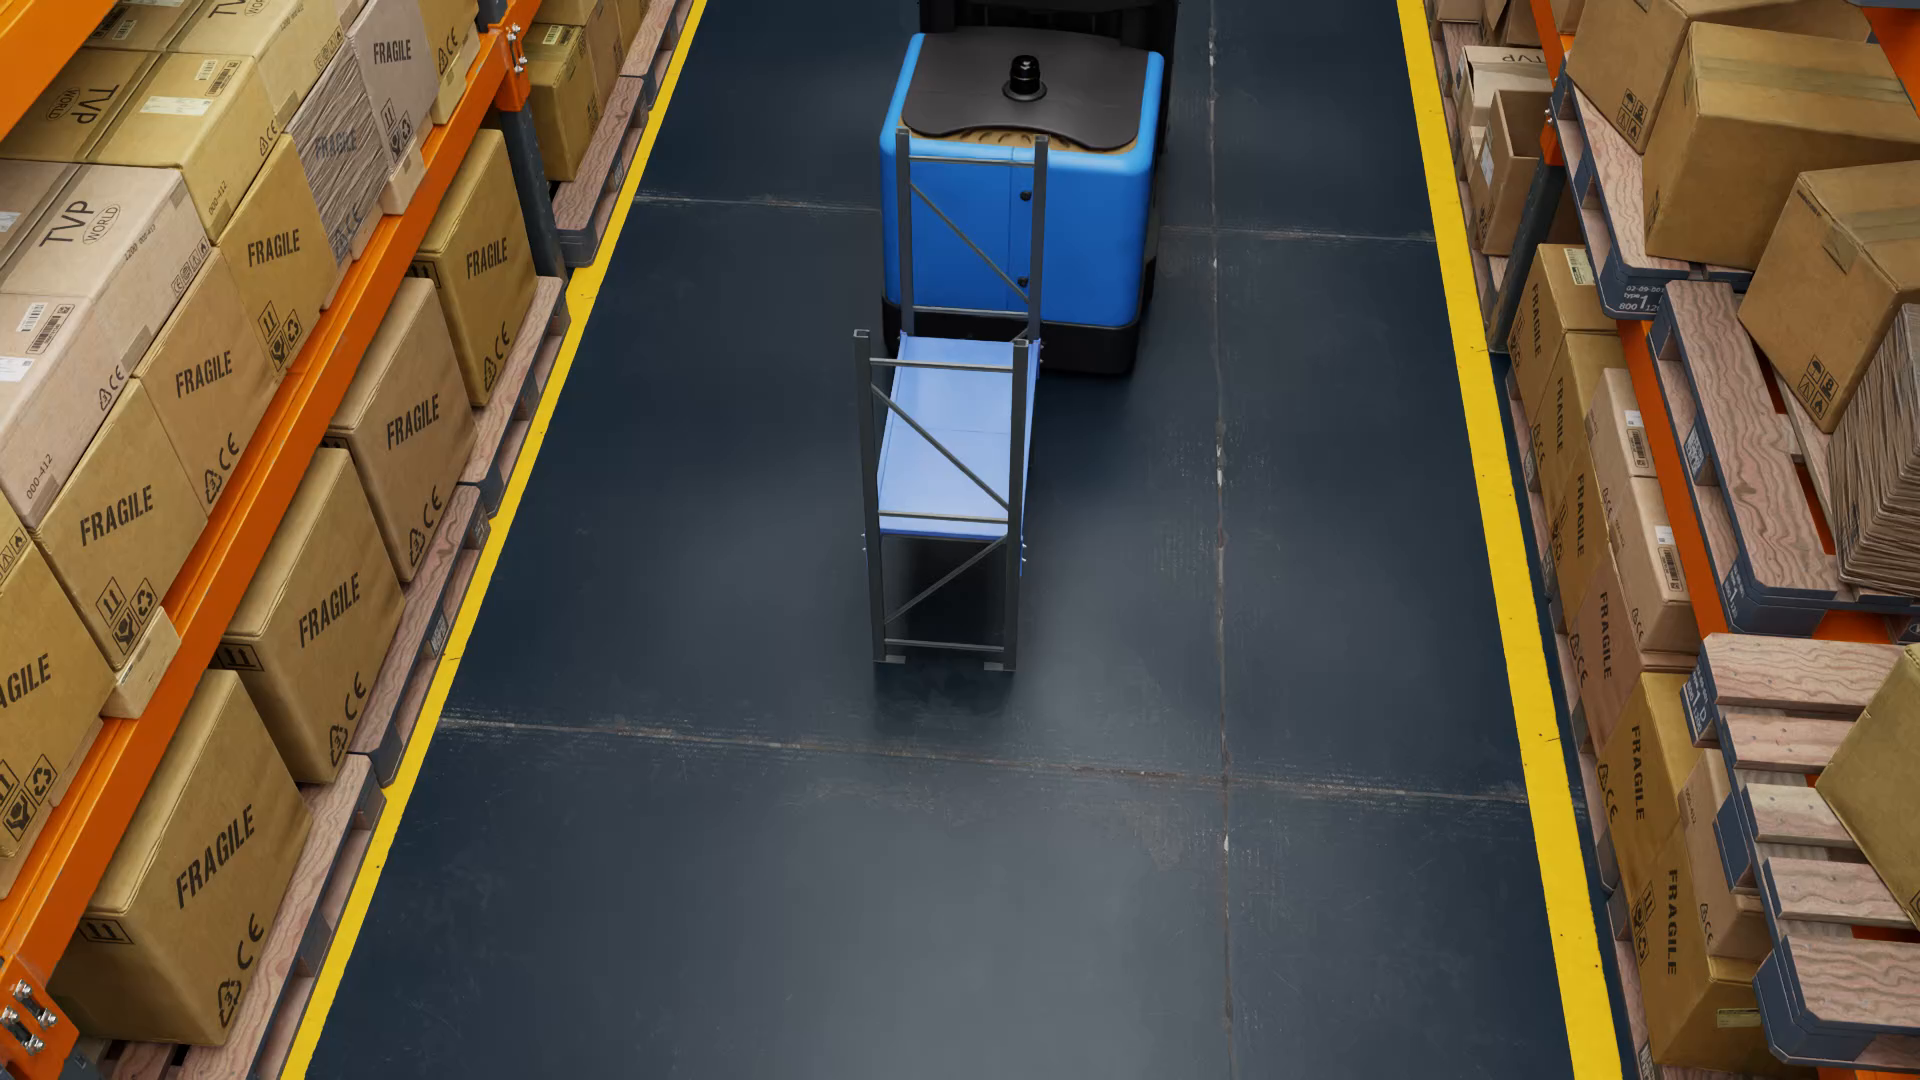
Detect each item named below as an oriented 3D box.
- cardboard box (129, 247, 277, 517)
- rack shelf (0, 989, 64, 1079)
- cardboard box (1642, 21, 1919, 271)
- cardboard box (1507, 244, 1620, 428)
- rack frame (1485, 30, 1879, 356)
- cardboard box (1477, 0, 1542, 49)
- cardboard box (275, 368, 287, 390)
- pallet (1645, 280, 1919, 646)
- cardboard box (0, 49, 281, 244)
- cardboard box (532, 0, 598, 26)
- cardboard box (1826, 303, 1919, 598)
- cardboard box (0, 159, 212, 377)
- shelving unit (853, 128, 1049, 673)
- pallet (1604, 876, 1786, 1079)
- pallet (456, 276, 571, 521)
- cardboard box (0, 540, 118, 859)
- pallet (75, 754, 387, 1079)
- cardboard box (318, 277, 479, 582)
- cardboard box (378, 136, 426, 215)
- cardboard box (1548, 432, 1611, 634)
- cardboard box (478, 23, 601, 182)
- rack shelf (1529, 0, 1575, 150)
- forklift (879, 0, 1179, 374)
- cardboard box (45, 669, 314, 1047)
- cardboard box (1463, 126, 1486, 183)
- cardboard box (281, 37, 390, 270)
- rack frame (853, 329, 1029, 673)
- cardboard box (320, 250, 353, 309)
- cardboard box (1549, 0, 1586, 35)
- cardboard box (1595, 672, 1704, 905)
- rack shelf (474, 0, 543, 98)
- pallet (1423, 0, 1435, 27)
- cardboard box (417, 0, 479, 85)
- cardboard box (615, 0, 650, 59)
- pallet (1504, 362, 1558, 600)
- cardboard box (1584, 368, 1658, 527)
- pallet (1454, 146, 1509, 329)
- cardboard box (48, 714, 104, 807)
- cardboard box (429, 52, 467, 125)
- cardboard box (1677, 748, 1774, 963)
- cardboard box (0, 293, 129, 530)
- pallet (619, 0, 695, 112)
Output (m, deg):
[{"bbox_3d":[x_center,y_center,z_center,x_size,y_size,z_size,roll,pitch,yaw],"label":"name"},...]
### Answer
[{"bbox_3d":[-2.178,-0.422,4.320,0.500,0.500,0.500,4,48,3],"label":"cardboard box"},{"bbox_3d":[-2.763,2.520,2.400,1.077,0.370,4.000,4,48,4],"label":"rack shelf"},{"bbox_3d":[2.452,-1.135,4.903,0.700,0.500,0.500,11,48,10],"label":"cardboard box"},{"bbox_3d":[2.430,-0.767,6.315,0.500,0.500,0.500,2,48,2],"label":"cardboard box"},{"bbox_3d":[2.717,-1.802,5.865,1.000,3.000,0.127,4,48,4],"label":"rack frame"},{"bbox_3d":[2.883,-2.489,7.887,0.797,0.503,0.637,4,48,4],"label":"cardboard box"},{"bbox_3d":[-2.191,-0.469,4.803,0.380,0.149,0.250,4,48,4],"label":"cardboard box"},{"bbox_3d":[2.525,-0.227,4.555,1.003,0.211,1.213,4,48,4],"label":"pallet"},{"bbox_3d":[-2.152,-1.041,4.378,0.500,0.250,0.500,3,48,3],"label":"cardboard box"},{"bbox_3d":[-1.833,-2.431,7.411,0.380,0.149,0.250,5,48,5],"label":"cardboard box"},{"bbox_3d":[2.571,-0.167,4.018,0.700,0.500,0.500,12,49,11],"label":"cardboard box"},{"bbox_3d":[-2.193,-0.666,4.035,0.500,0.250,0.500,4,48,4],"label":"cardboard box"},{"bbox_3d":[-0.008,-0.443,5.639,0.538,1.500,1.048,4,48,4],"label":"shelving unit"},{"bbox_3d":[2.458,1.533,4.705,1.003,0.211,1.213,4,48,4],"label":"pallet"},{"bbox_3d":[-2.211,-0.619,6.673,1.003,0.211,1.213,4,48,4],"label":"pallet"},{"bbox_3d":[-2.282,0.327,3.636,0.500,0.500,0.500,5,48,5],"label":"cardboard box"},{"bbox_3d":[-2.434,1.174,5.033,1.003,0.211,1.213,4,48,4],"label":"pallet"},{"bbox_3d":[-2.224,-0.409,5.763,0.750,0.750,0.750,5,48,5],"label":"cardboard box"},{"bbox_3d":[-1.999,-1.214,5.484,0.380,0.149,0.250,4,48,4],"label":"cardboard box"},{"bbox_3d":[2.340,-0.008,5.620,0.500,0.500,0.500,4,48,4],"label":"cardboard box"},{"bbox_3d":[-2.046,-1.973,7.431,0.700,0.500,0.500,4,48,4],"label":"cardboard box"},{"bbox_3d":[2.899,-3.029,7.475,1.077,0.370,4.000,4,48,4],"label":"rack shelf"},{"bbox_3d":[0.409,-2.766,6.794,1.130,2.935,3.031,6,48,6],"label":"forklift"},{"bbox_3d":[-2.383,0.859,4.603,0.750,0.750,0.750,3,48,3],"label":"cardboard box"},{"bbox_3d":[2.461,-1.705,7.411,0.380,0.149,0.250,4,48,4],"label":"cardboard box"},{"bbox_3d":[-2.098,-1.173,5.007,0.500,0.500,0.500,4,48,4],"label":"cardboard box"},{"bbox_3d":[-0.054,-0.070,5.298,0.500,1.500,0.032,4,48,4],"label":"rack frame"},{"bbox_3d":[-2.125,-0.856,5.157,0.380,0.149,0.250,3,48,2],"label":"cardboard box"},{"bbox_3d":[2.507,-2.220,6.180,0.500,0.500,0.500,5,48,4],"label":"cardboard box"},{"bbox_3d":[2.252,0.749,4.928,0.500,0.500,0.500,2,48,2],"label":"cardboard box"},{"bbox_3d":[-2.034,-3.359,7.777,1.077,0.370,4.000,4,48,4],"label":"rack shelf"},{"bbox_3d":[3.003,-3.158,8.996,1.003,0.211,1.213,4,48,4],"label":"pallet"},{"bbox_3d":[-2.007,-1.917,5.687,0.500,0.500,0.500,3,48,3],"label":"cardboard box"},{"bbox_3d":[-1.948,-2.719,8.113,0.700,0.500,0.500,5,48,4],"label":"cardboard box"},{"bbox_3d":[2.681,-0.260,6.345,1.003,0.211,1.213,4,48,4],"label":"pallet"},{"bbox_3d":[2.339,-0.286,5.366,0.500,0.250,0.500,4,48,4],"label":"cardboard box"},{"bbox_3d":[2.781,-1.365,7.356,1.003,0.211,1.213,4,48,4],"label":"pallet"},{"bbox_3d":[-2.288,0.474,3.940,0.380,0.149,0.250,4,48,4],"label":"cardboard box"},{"bbox_3d":[-1.965,-1.600,5.837,0.380,0.149,0.250,5,48,4],"label":"cardboard box"},{"bbox_3d":[2.205,0.835,4.341,0.500,0.250,0.500,6,48,5],"label":"cardboard box"},{"bbox_3d":[-2.234,-0.298,3.699,0.500,0.250,0.500,3,48,3],"label":"cardboard box"},{"bbox_3d":[-1.960,-2.643,8.525,1.003,0.211,1.213,4,48,4],"label":"pallet"}]
